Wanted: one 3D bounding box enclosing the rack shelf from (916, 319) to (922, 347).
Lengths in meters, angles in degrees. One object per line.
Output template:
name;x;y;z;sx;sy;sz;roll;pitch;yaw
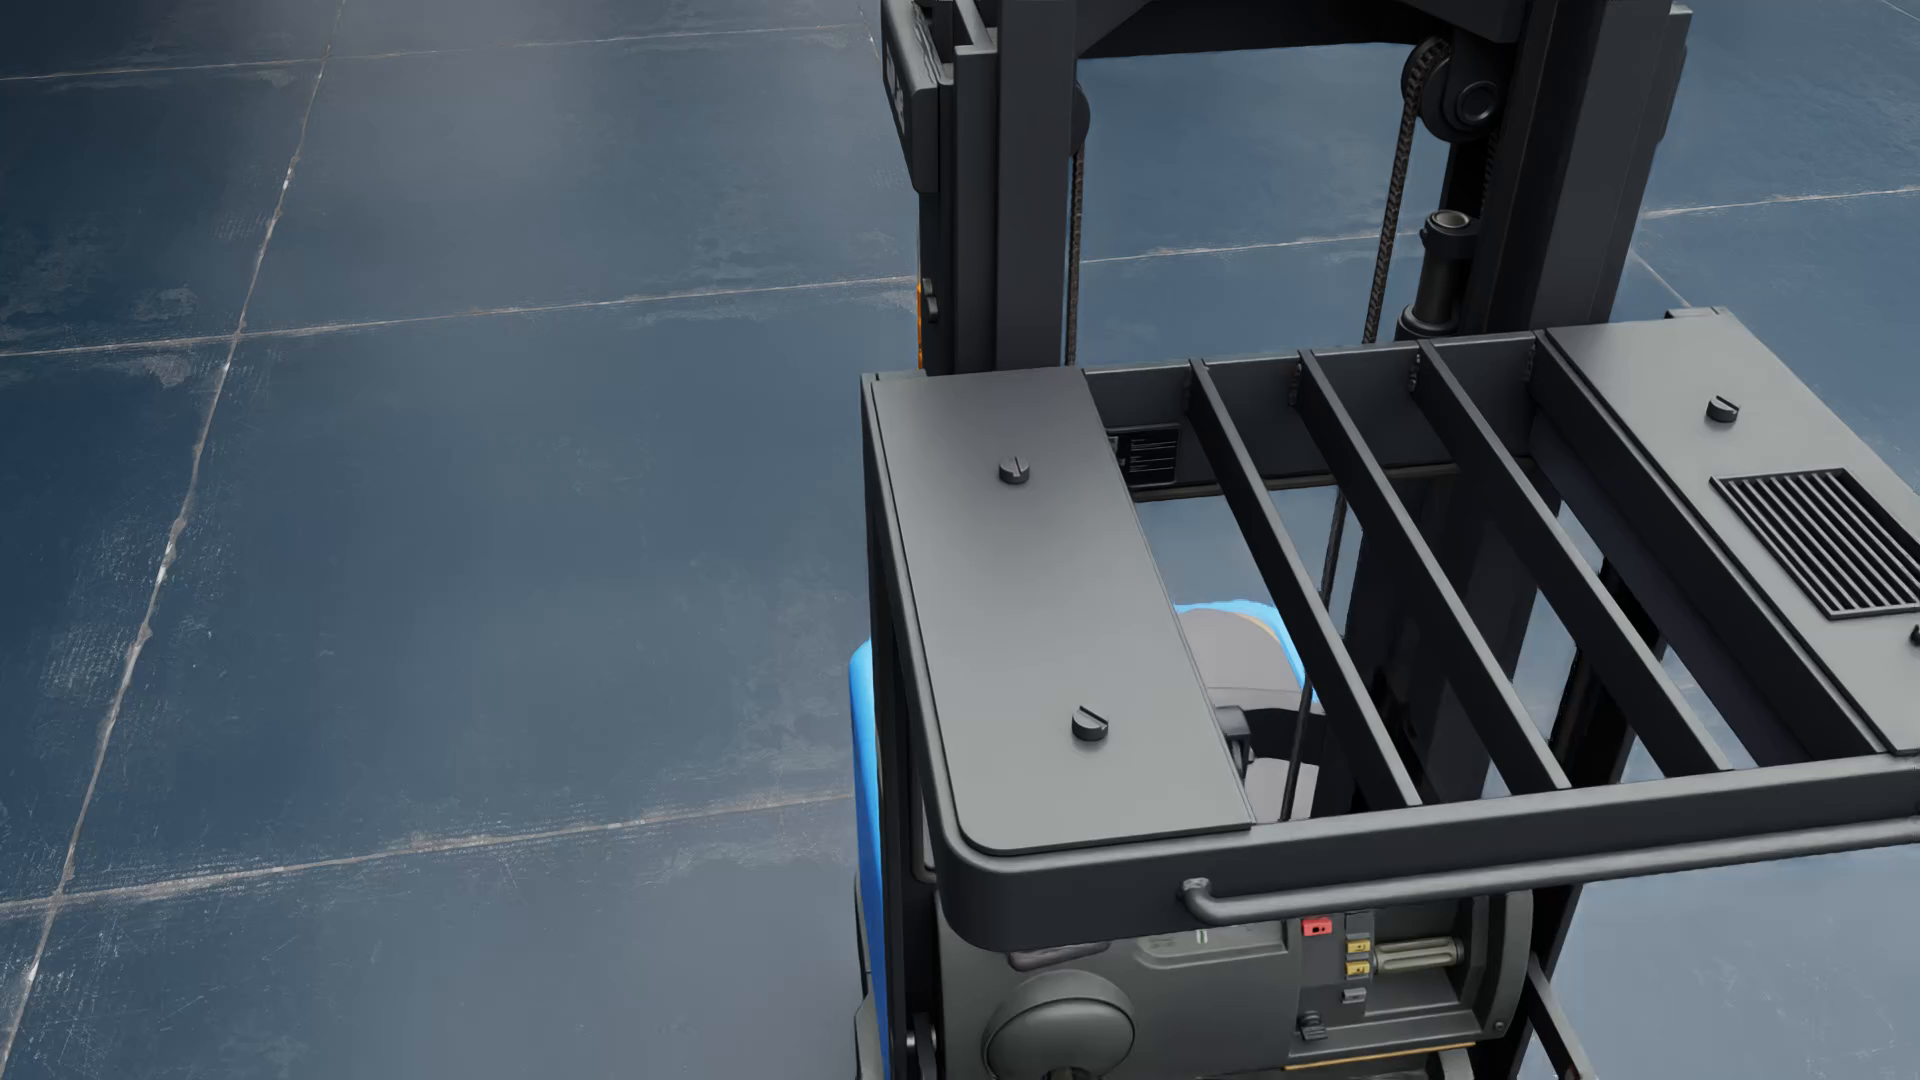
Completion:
rack shelf;0.003;-0.620;5.251;0.258;0.103;0.180;-6;38;-8

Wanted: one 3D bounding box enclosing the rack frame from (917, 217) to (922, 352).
rack frame;-0.013;-0.520;5.442;0.240;1.200;0.006;-6;38;-8

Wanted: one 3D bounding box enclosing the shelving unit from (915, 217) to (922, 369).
shelving unit;0.003;-0.465;5.371;0.258;1.200;0.189;-6;38;-8

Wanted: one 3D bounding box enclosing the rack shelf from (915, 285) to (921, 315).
rack shelf;0.003;-0.714;5.177;0.258;0.103;0.180;-6;38;-8

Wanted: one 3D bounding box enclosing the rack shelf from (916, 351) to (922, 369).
rack shelf;0.003;-0.525;5.324;0.258;0.103;0.180;-6;38;-8

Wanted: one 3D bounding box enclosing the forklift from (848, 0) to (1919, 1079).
forklift;0.463;0.752;2.393;1.130;2.935;3.031;-5;38;-7
